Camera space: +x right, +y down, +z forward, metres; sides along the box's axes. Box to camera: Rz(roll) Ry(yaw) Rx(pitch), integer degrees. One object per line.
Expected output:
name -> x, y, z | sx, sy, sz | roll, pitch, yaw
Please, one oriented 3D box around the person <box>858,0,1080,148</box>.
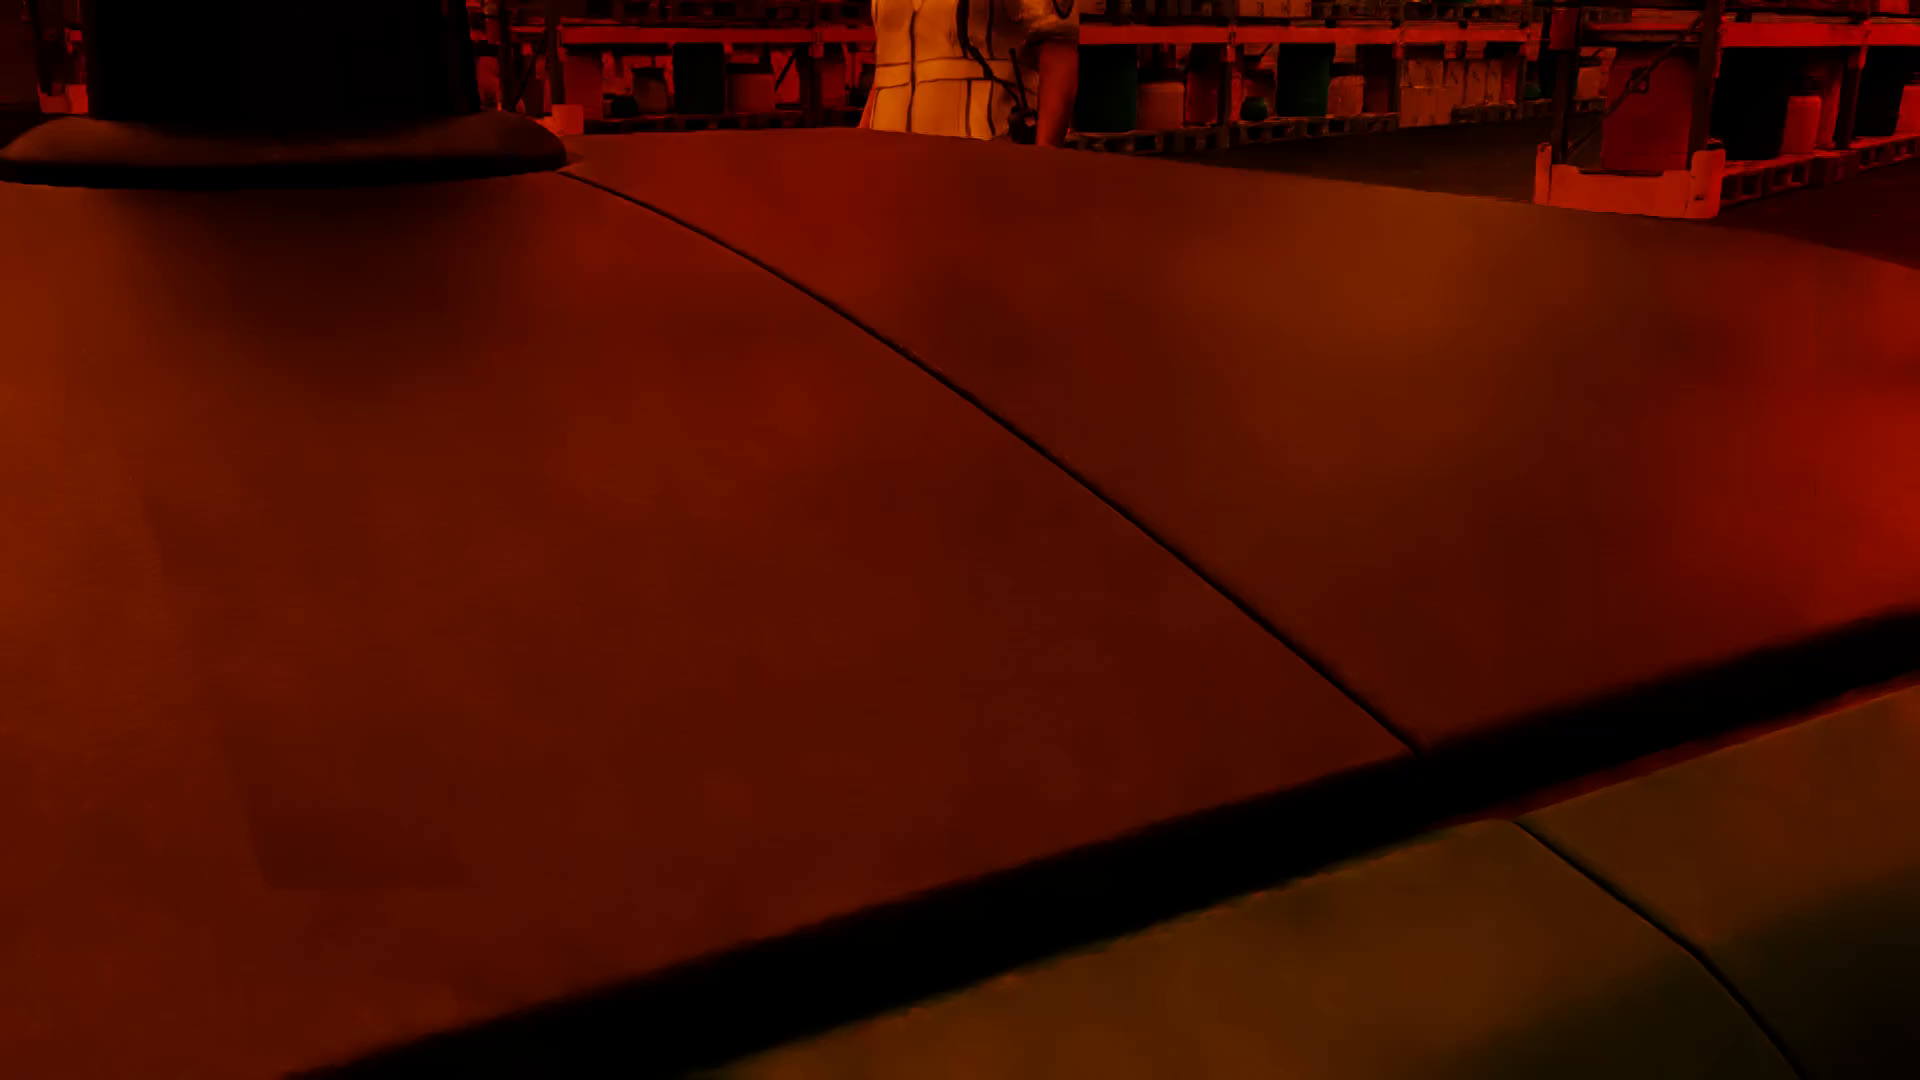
person -> -0.066, -0.791, 3.655 | 0.598, 1.669, 0.529 | 13, 21, 37
